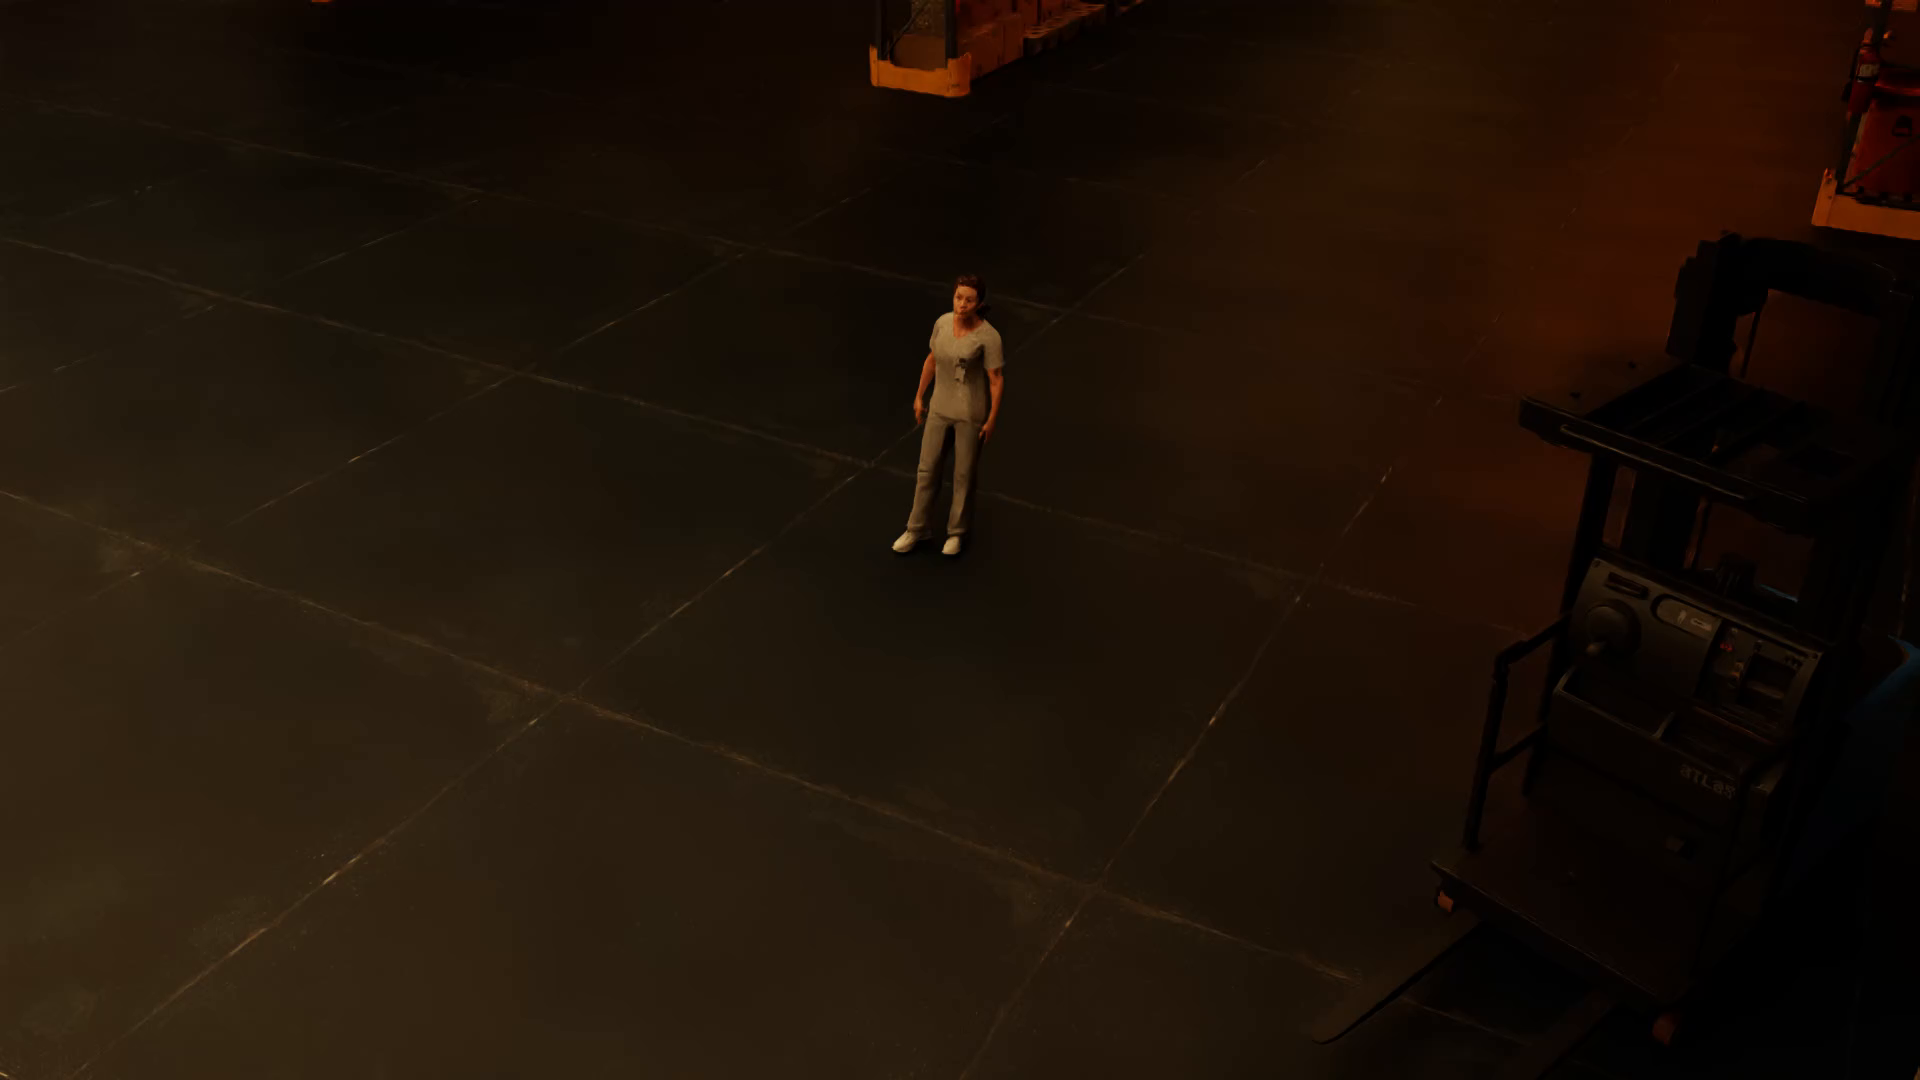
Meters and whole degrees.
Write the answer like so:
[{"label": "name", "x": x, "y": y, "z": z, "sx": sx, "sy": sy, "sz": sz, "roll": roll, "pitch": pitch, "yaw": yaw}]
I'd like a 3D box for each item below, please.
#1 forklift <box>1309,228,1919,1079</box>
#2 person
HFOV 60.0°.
[{"label": "forklift", "x": 2.679, "y": 0.430, "z": 6.326, "sx": 3.031, "sy": 2.935, "sz": 1.130, "roll": -24, "pitch": 37, "yaw": -35}, {"label": "person", "x": -0.047, "y": -0.703, "z": 9.530, "sx": 0.550, "sy": 1.674, "sz": 0.548, "roll": 15, "pitch": 33, "yaw": 25}]
